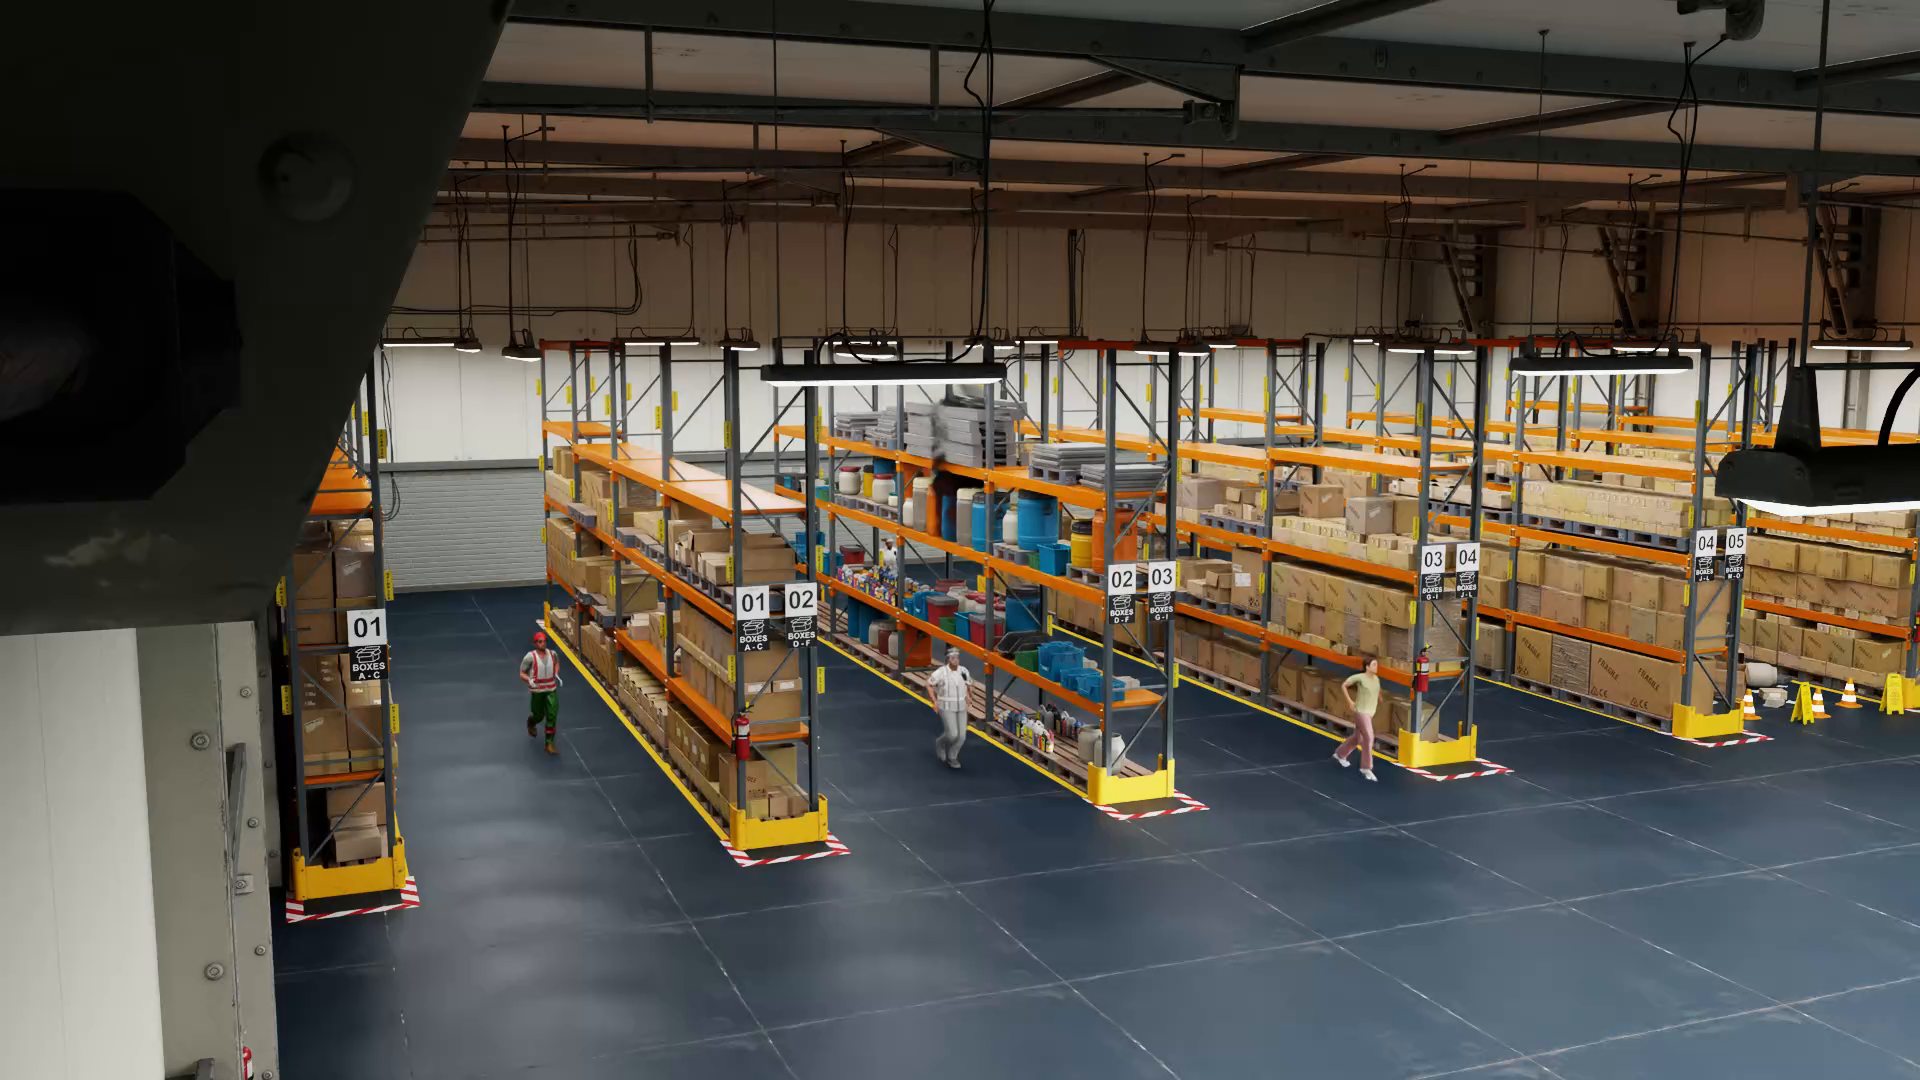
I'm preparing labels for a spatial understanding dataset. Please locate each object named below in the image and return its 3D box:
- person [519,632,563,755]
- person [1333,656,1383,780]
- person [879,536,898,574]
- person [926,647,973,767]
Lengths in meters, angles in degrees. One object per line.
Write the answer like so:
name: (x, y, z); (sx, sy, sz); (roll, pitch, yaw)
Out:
person: (-6.222, 2.248, 24.770); (0.656, 1.783, 0.899); (-5, 9, -33)
person: (5.706, 2.472, 23.527); (0.581, 1.699, 0.860); (-6, 9, -37)
person: (-1.543, 0.764, 36.437); (0.581, 1.743, 0.790); (-4, 8, -25)
person: (-0.088, 2.391, 23.735); (0.665, 1.742, 0.593); (-4, 8, -25)
